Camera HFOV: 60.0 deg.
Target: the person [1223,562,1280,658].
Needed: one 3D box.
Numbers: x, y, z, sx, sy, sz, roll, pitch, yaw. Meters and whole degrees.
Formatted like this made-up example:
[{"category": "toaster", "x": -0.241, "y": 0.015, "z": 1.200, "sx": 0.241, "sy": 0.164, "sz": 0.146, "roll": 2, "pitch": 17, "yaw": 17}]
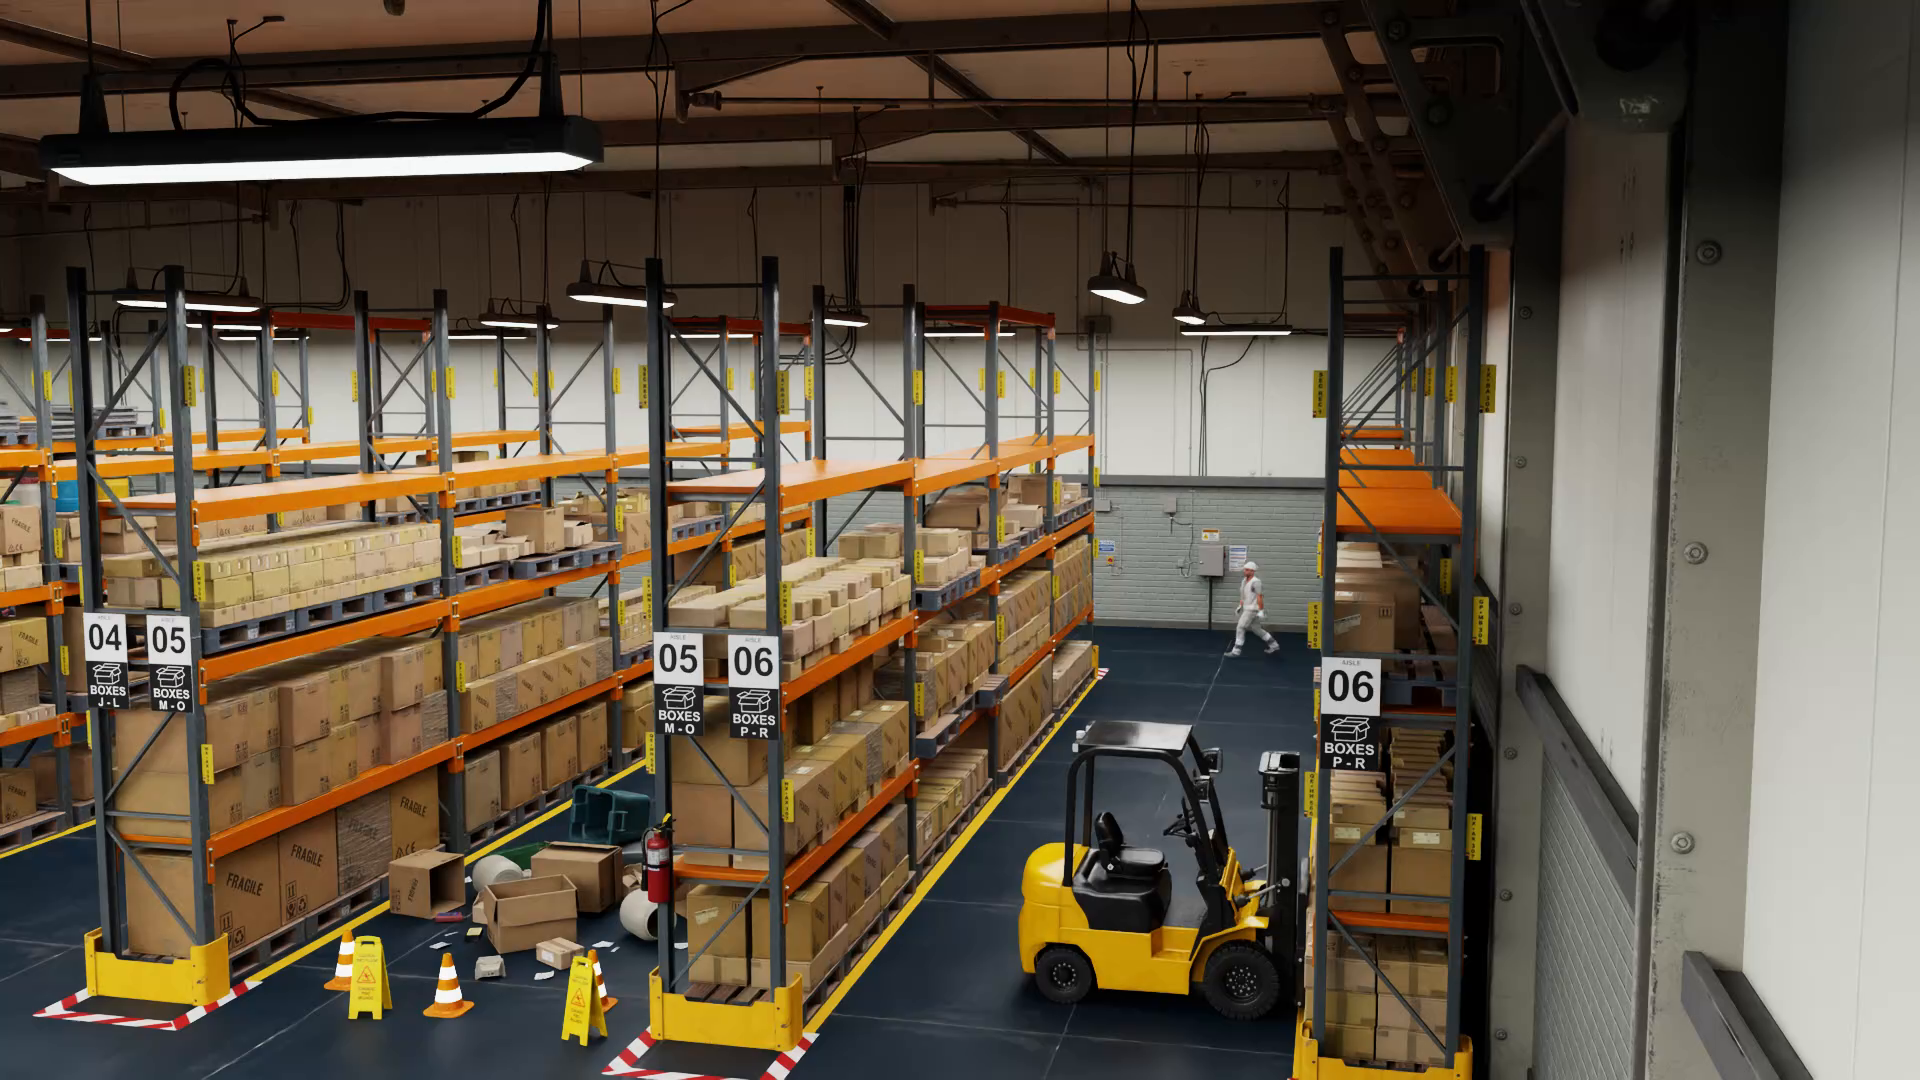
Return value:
[{"category": "person", "x": 5.275, "y": 1.258, "z": 30.024, "sx": 1.045, "sy": 1.752, "sz": 0.515, "roll": 0, "pitch": 6, "yaw": 1}]
